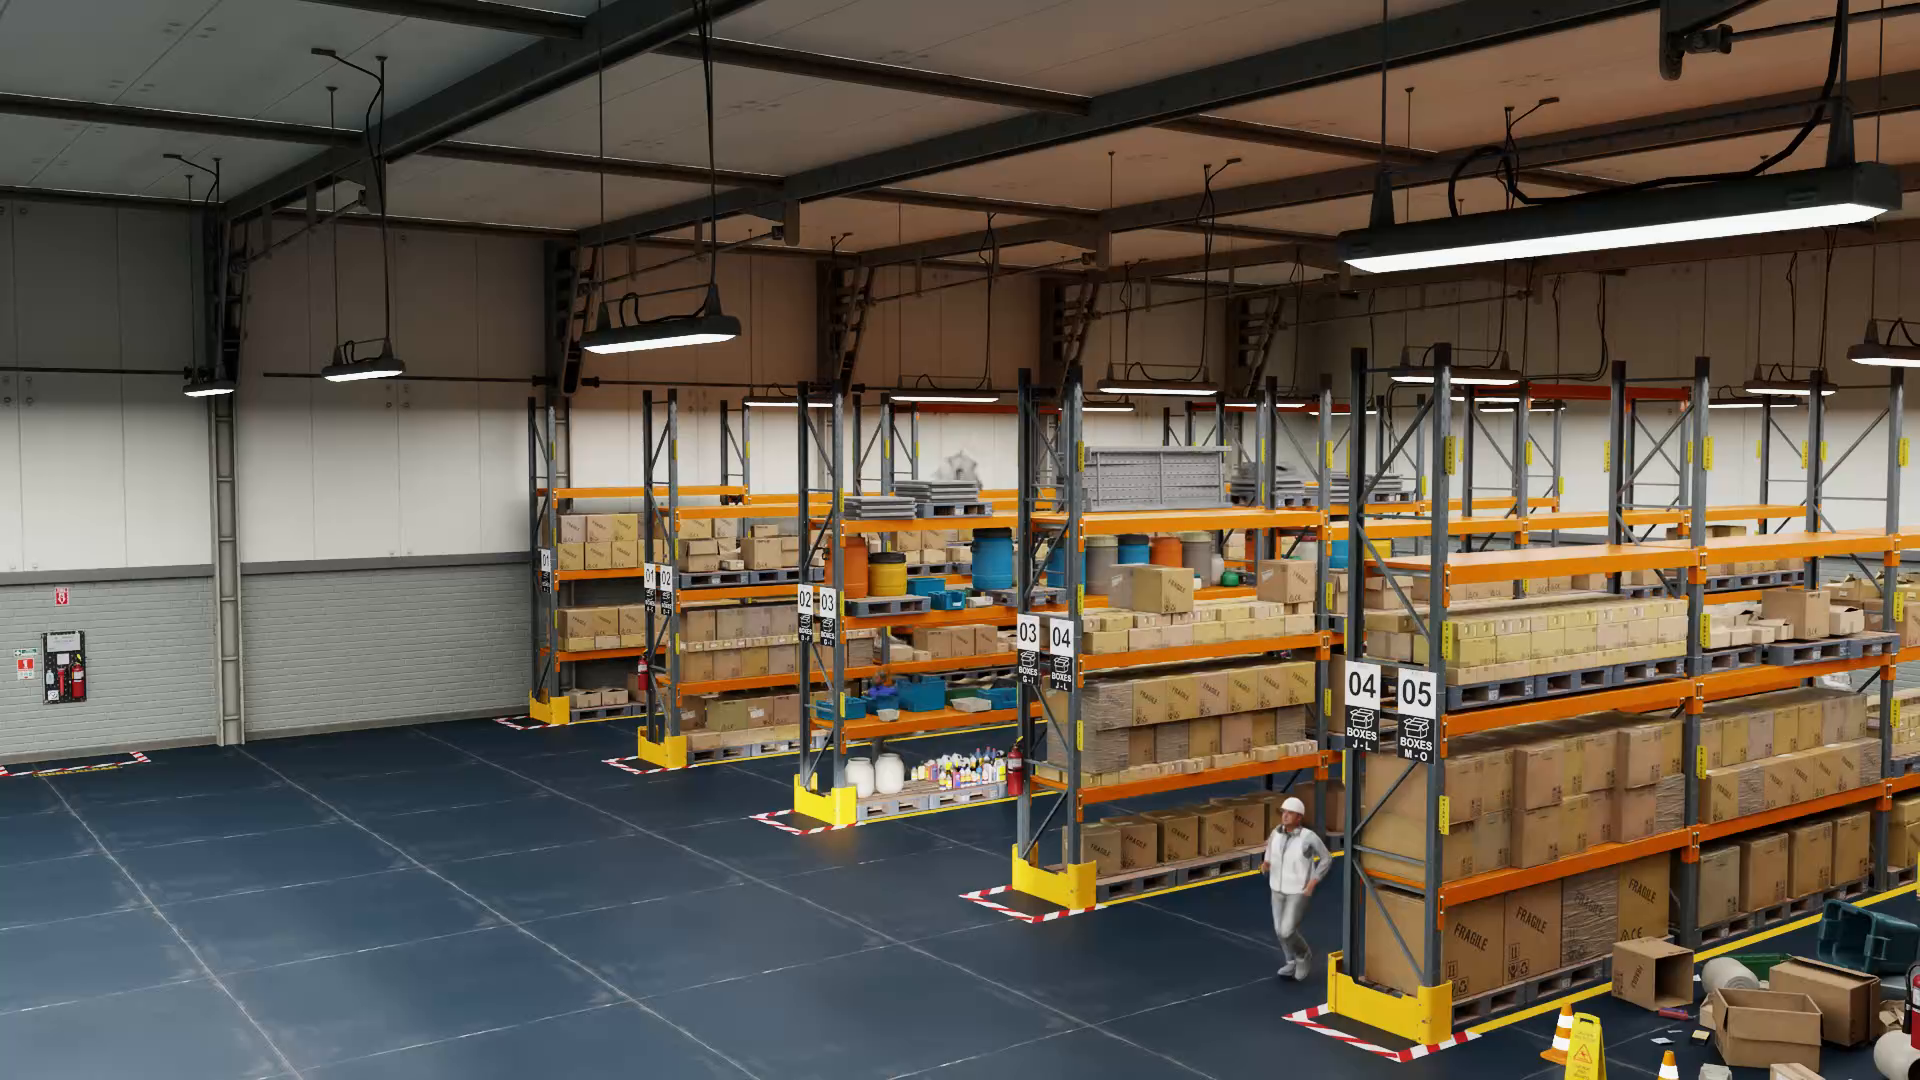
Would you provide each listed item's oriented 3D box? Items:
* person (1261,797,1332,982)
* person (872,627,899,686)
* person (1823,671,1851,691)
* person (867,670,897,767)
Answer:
[{"bbox_3d":[3.143,3.344,15.890,0.597,1.752,0.657,-3,5,-43],"label":"person"},{"bbox_3d":[-1.489,2.419,31.457,0.795,1.840,0.618,-3,4,-37],"label":"person"},{"bbox_3d":[15.123,2.640,28.614,0.605,1.642,0.670,0,3,-6],"label":"person"},{"bbox_3d":[-1.221,2.824,25.392,0.576,1.653,0.921,3,5,43],"label":"person"}]
